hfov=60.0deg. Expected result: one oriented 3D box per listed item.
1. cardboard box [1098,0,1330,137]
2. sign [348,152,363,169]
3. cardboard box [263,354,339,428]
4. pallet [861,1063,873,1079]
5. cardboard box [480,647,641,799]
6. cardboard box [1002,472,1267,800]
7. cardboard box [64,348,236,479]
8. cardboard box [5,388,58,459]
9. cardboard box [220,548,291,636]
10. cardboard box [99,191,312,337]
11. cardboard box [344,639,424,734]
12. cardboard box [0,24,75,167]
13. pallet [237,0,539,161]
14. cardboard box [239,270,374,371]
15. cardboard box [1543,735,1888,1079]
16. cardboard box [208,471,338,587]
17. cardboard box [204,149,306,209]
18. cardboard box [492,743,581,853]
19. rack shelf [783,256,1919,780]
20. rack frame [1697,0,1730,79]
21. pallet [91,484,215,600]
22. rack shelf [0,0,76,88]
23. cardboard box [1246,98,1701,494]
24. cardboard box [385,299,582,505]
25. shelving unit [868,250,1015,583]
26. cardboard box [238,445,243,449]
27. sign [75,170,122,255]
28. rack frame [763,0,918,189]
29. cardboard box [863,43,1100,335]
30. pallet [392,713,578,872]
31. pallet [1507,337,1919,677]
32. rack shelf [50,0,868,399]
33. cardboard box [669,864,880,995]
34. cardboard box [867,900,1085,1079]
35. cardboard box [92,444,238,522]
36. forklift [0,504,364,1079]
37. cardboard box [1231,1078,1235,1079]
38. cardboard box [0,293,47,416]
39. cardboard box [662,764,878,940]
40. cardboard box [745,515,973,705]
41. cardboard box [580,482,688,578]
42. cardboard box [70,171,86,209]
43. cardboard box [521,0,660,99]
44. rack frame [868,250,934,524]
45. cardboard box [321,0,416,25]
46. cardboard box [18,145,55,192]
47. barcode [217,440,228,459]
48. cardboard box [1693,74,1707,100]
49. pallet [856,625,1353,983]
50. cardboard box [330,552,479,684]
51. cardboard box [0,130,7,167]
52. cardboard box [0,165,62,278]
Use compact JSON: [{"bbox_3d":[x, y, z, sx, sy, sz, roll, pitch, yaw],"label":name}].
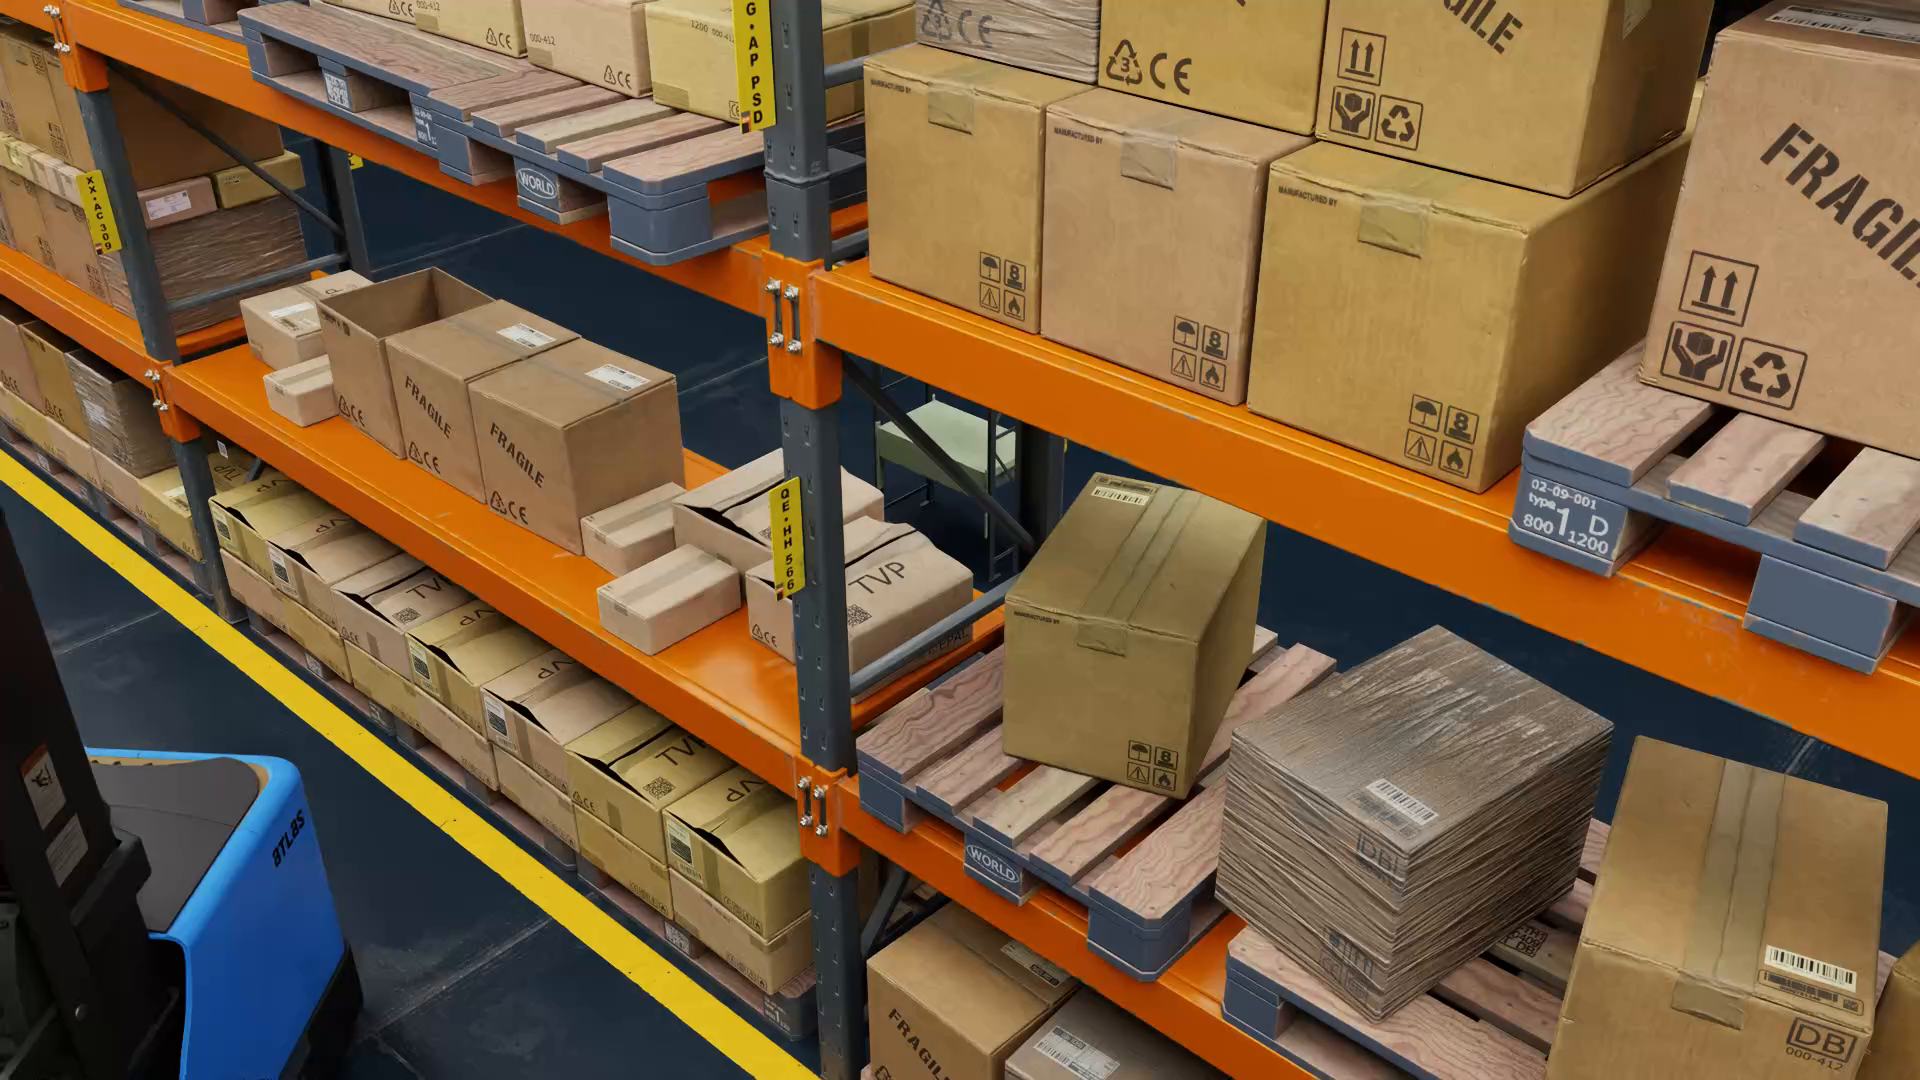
[{"bbox_3d":[0.629,-1.144,3.267,0.500,0.500,0.500,25,39,35],"label":"cardboard box"},{"bbox_3d":[-2.677,-1.775,7.244,0.005,0.325,0.100,25,39,35],"label":"sign"},{"bbox_3d":[-2.514,-0.609,6.597,0.250,0.149,0.380,25,39,35],"label":"cardboard box"},{"bbox_3d":[0.460,1.750,5.138,1.213,0.211,1.003,25,39,35],"label":"pallet"},{"bbox_3d":[-1.384,0.600,6.060,0.500,0.311,0.500,25,39,35],"label":"cardboard box"},{"bbox_3d":[0.475,0.235,4.448,0.500,0.500,0.700,12,33,19],"label":"cardboard box"},{"bbox_3d":[-3.887,-0.679,8.002,0.500,0.500,0.500,25,39,35],"label":"cardboard box"},{"bbox_3d":[-4.640,-0.698,8.759,0.500,0.250,0.500,25,39,35],"label":"cardboard box"},{"bbox_3d":[-2.901,0.131,7.383,0.500,0.250,0.500,24,38,34],"label":"cardboard box"},{"bbox_3d":[-3.367,-1.296,7.397,0.500,0.500,0.700,24,38,34],"label":"cardboard box"},{"bbox_3d":[-2.137,0.486,6.793,0.500,0.250,0.500,24,38,34],"label":"cardboard box"},{"bbox_3d":[-3.742,-2.026,7.352,0.500,0.500,0.700,25,39,35],"label":"cardboard box"},{"bbox_3d":[-1.462,-1.508,5.122,1.213,0.211,1.003,27,40,37],"label":"pallet"},{"bbox_3d":[-2.639,-0.884,6.955,0.500,0.250,0.500,-27,40,-37],"label":"cardboard box"},{"bbox_3d":[1.547,0.856,3.415,0.500,0.500,0.700,15,34,23],"label":"cardboard box"},{"bbox_3d":[-2.894,-0.106,7.232,0.500,0.311,0.500,25,39,35],"label":"cardboard box"},{"bbox_3d":[-3.103,-1.590,7.256,0.250,0.149,0.380,25,39,35],"label":"cardboard box"},{"bbox_3d":[-1.377,0.840,6.206,0.500,0.250,0.500,26,40,36],"label":"cardboard box"},{"bbox_3d":[1.415,-0.002,3.134,4.000,0.370,1.077,25,39,35],"label":"rack shelf"},{"bbox_3d":[3.253,-1.613,8.021,0.127,3.000,1.000,25,39,35],"label":"rack frame"},{"bbox_3d":[-3.595,-0.198,8.375,1.213,0.211,1.003,25,39,35],"label":"pallet"},{"bbox_3d":[-4.516,-2.771,7.733,4.000,0.370,1.077,25,39,35],"label":"rack shelf"},{"bbox_3d":[1.042,-0.551,3.251,0.500,0.500,0.910,25,39,35],"label":"cardboard box"},{"bbox_3d":[-1.713,-0.517,6.103,0.500,0.500,0.500,25,39,35],"label":"cardboard box"},{"bbox_3d":[-0.005,-0.645,7.867,0.755,1.500,0.431,25,39,35],"label":"shelving unit"},{"bbox_3d":[-3.541,-0.555,8.522,0.500,0.250,0.500,25,39,35],"label":"cardboard box"},{"bbox_3d":[-3.405,-1.294,6.575,0.005,0.325,0.100,25,39,35],"label":"sign"},{"bbox_3d":[-0.068,-2.288,3.325,0.127,3.000,1.000,25,39,35],"label":"rack frame"},{"bbox_3d":[0.278,-0.907,3.843,0.500,0.500,0.910,25,39,35],"label":"cardboard box"},{"bbox_3d":[-1.552,0.755,6.791,1.213,0.211,1.003,25,39,35],"label":"pallet"},{"bbox_3d":[1.690,-0.148,2.861,1.003,0.211,1.213,25,39,35],"label":"pallet"},{"bbox_3d":[-1.551,-1.386,5.434,4.000,0.370,1.077,25,39,35],"label":"rack shelf"},{"bbox_3d":[-0.622,1.192,5.621,0.500,0.250,0.500,26,40,36],"label":"cardboard box"},{"bbox_3d":[0.078,1.432,4.960,0.500,0.500,0.500,27,40,37],"label":"cardboard box"},{"bbox_3d":[-3.888,-0.357,8.194,0.500,0.250,0.500,25,39,35],"label":"cardboard box"},{"bbox_3d":[-2.614,1.065,3.639,1.130,2.935,3.031,2,31,3],"label":"forklift"},{"bbox_3d":[0.838,1.786,4.371,0.500,0.500,0.500,24,39,34],"label":"cardboard box"},{"bbox_3d":[-4.641,-1.018,8.565,0.500,0.500,0.500,25,39,35],"label":"cardboard box"},{"bbox_3d":[-0.621,0.953,5.473,0.500,0.311,0.500,26,40,36],"label":"cardboard box"},{"bbox_3d":[-0.308,0.178,5.132,0.500,0.311,0.500,-27,40,-37],"label":"cardboard box"},{"bbox_3d":[-1.051,-0.030,5.634,0.380,0.149,0.250,-26,40,-36],"label":"cardboard box"},{"bbox_3d":[-3.561,-1.521,7.142,0.250,0.149,0.380,24,39,34],"label":"cardboard box"},{"bbox_3d":[-0.843,-1.428,4.544,0.500,0.250,0.500,26,40,36],"label":"cardboard box"},{"bbox_3d":[-0.276,-0.772,8.077,0.023,1.500,0.400,25,39,35],"label":"rack frame"},{"bbox_3d":[-1.657,-1.817,5.190,0.500,0.250,0.500,21,37,31],"label":"cardboard box"},{"bbox_3d":[-3.952,-1.701,7.442,0.250,0.149,0.380,25,39,35],"label":"cardboard box"},{"bbox_3d":[-3.124,-0.383,7.044,0.075,0.075,0.001,25,39,35],"label":"barcode"},{"bbox_3d":[3.438,-1.847,7.278,0.500,0.250,0.500,26,40,36],"label":"cardboard box"},{"bbox_3d":[0.482,0.573,4.577,1.003,0.211,1.213,25,39,35],"label":"pallet"},{"bbox_3d":[-2.142,0.248,6.644,0.500,0.311,0.500,24,38,34],"label":"cardboard box"},{"bbox_3d":[-4.319,-1.875,7.730,0.250,0.149,0.380,26,40,36],"label":"cardboard box"},{"bbox_3d":[-4.132,-1.651,7.987,0.500,0.500,0.700,26,39,36],"label":"cardboard box"}]
